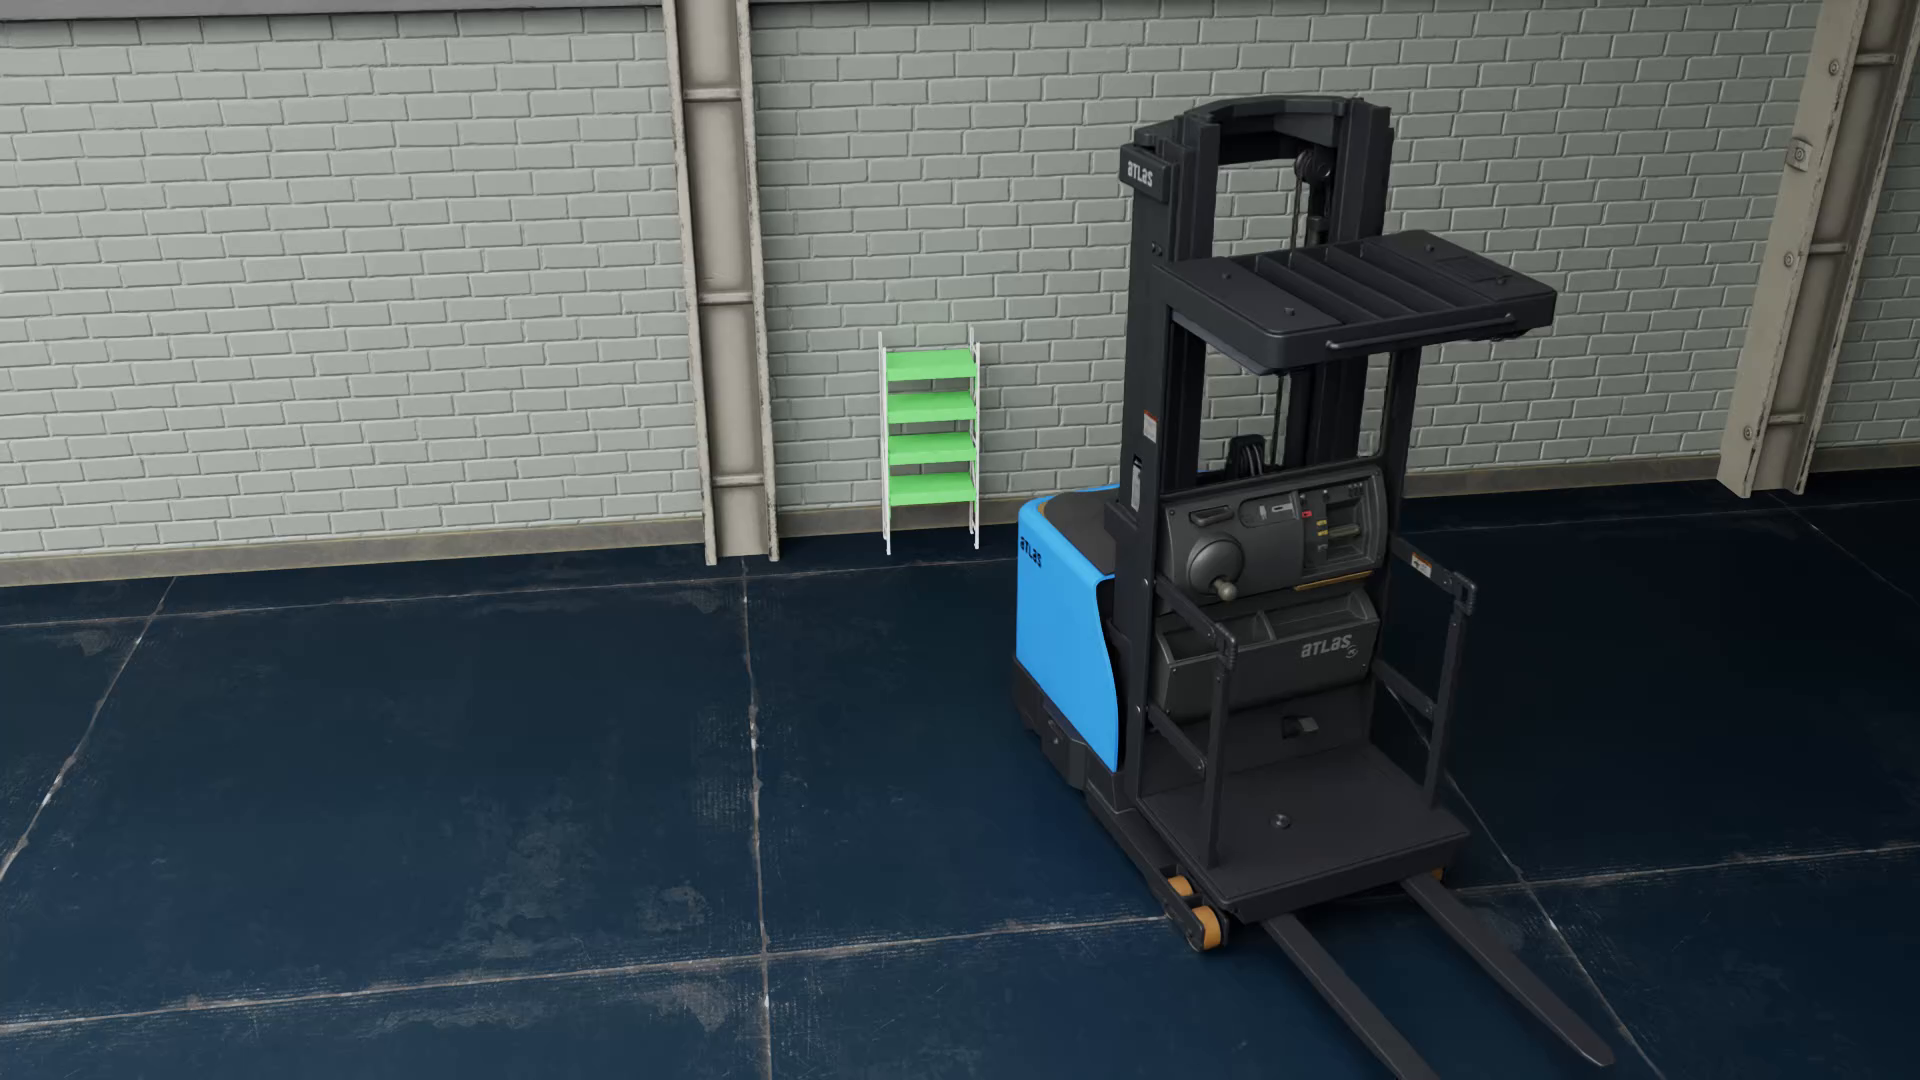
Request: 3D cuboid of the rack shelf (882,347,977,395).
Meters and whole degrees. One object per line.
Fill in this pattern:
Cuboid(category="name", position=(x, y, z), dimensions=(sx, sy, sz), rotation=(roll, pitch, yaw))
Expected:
Cuboid(category="rack shelf", position=(-0.164, -0.893, 8.766), dimensions=(0.480, 0.148, 0.258), rotation=(-4, 27, -7))

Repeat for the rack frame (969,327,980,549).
Cuboid(category="rack frame", position=(0.078, -0.539, 8.986), dimensions=(0.015, 1.200, 0.240), rotation=(-4, 27, -7))

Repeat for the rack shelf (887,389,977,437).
Cuboid(category="rack shelf", position=(-0.164, -0.680, 8.875), dimensions=(0.480, 0.148, 0.258), rotation=(-4, 27, -7))

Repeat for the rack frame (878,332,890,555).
Cuboid(category="rack frame", position=(-0.406, -0.508, 8.925), dimensions=(0.015, 1.200, 0.240), rotation=(-4, 27, -7))

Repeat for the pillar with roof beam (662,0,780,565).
Cuboid(category="pillar with roof beam", position=(-0.595, -2.003, 3.296), dimensions=(0.400, 9.000, 9.100), rotation=(-4, 27, -7))

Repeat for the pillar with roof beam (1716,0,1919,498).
Cuboid(category="pillar with roof beam", position=(5.346, -2.384, 4.040), dimensions=(0.400, 9.000, 9.100), rotation=(-4, 27, -7))

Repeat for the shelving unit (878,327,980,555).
Cuboid(category="shelving unit", position=(-0.164, -0.523, 8.956), dimensions=(0.503, 1.200, 0.258), rotation=(-4, 27, -7))

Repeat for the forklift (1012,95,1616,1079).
Cuboid(category="forklift", position=(1.265, 0.018, 6.004), dimensions=(1.130, 2.935, 3.031), rotation=(-11, 29, -20))
